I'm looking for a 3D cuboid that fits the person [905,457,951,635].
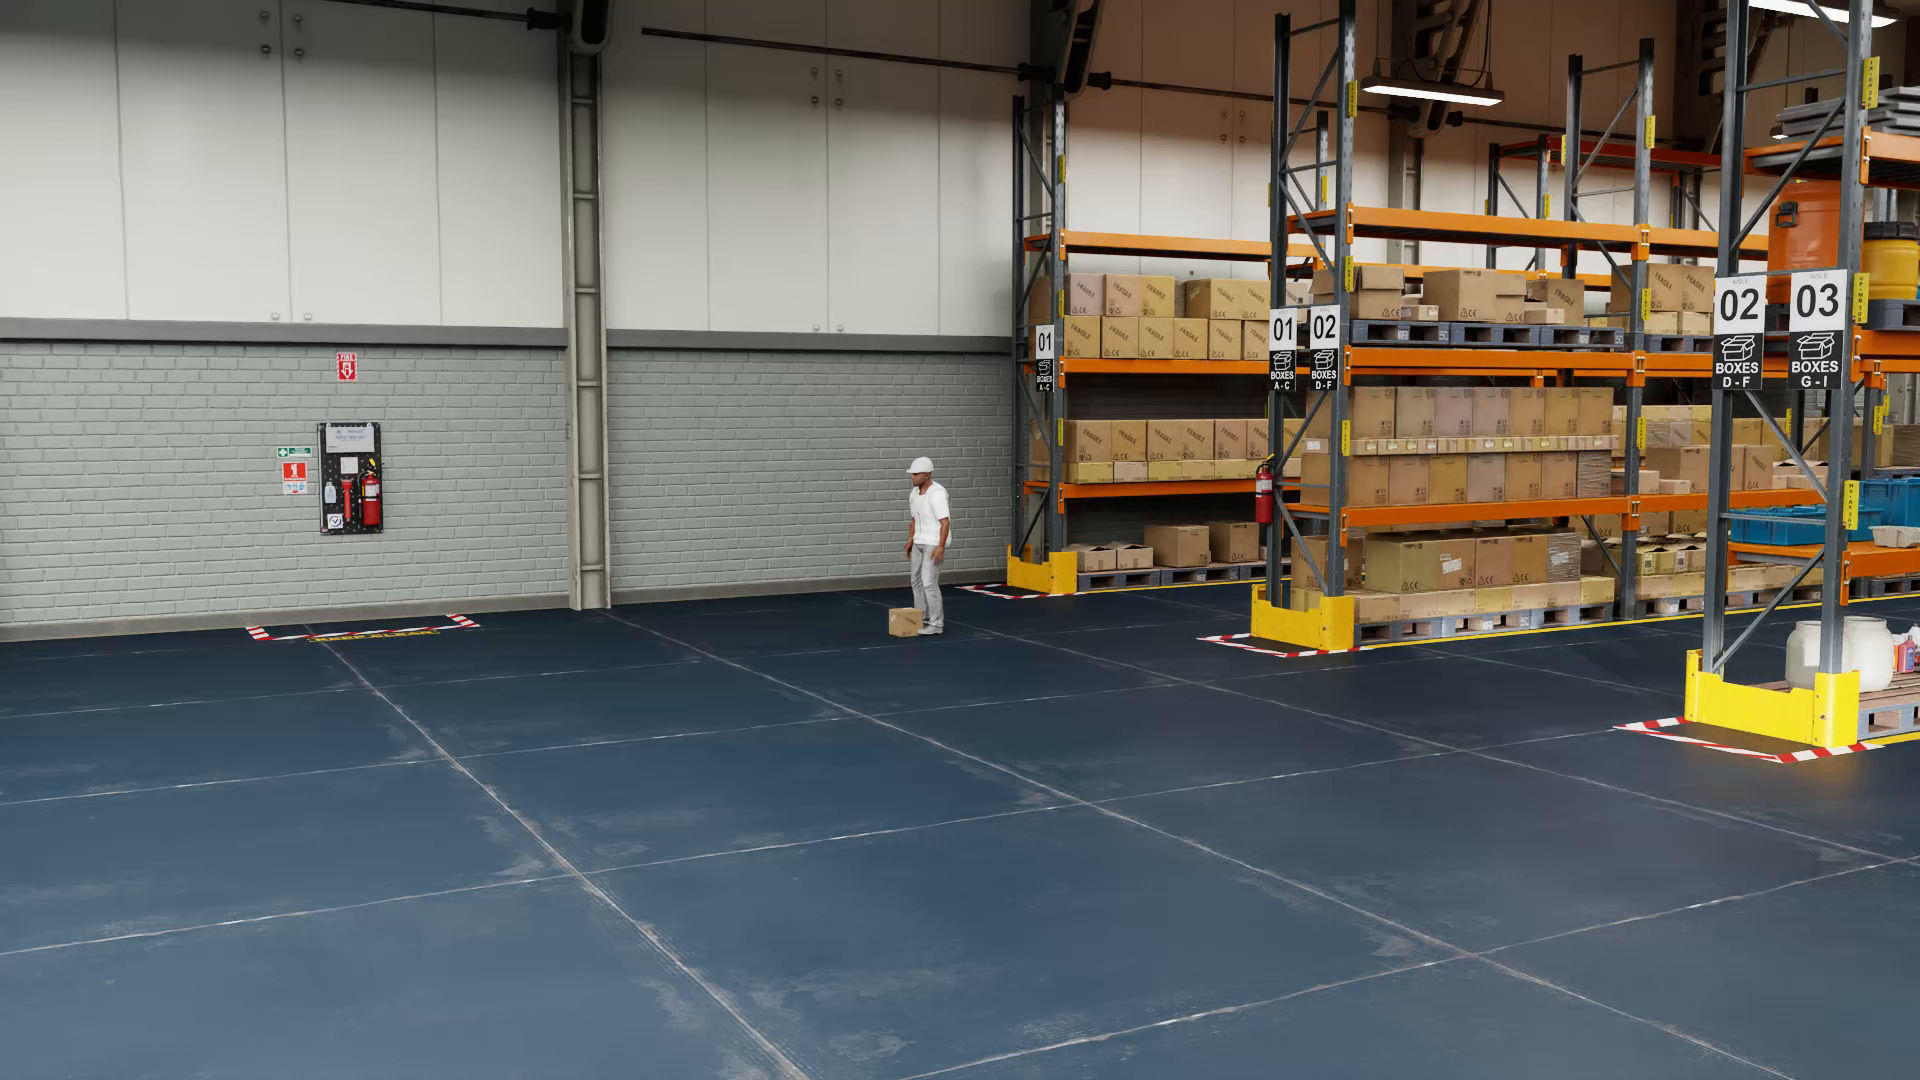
[{"bbox_3d":[-0.337,0.054,16.534,0.455,1.760,0.635,-3,6,-32],"label":"person"}]
